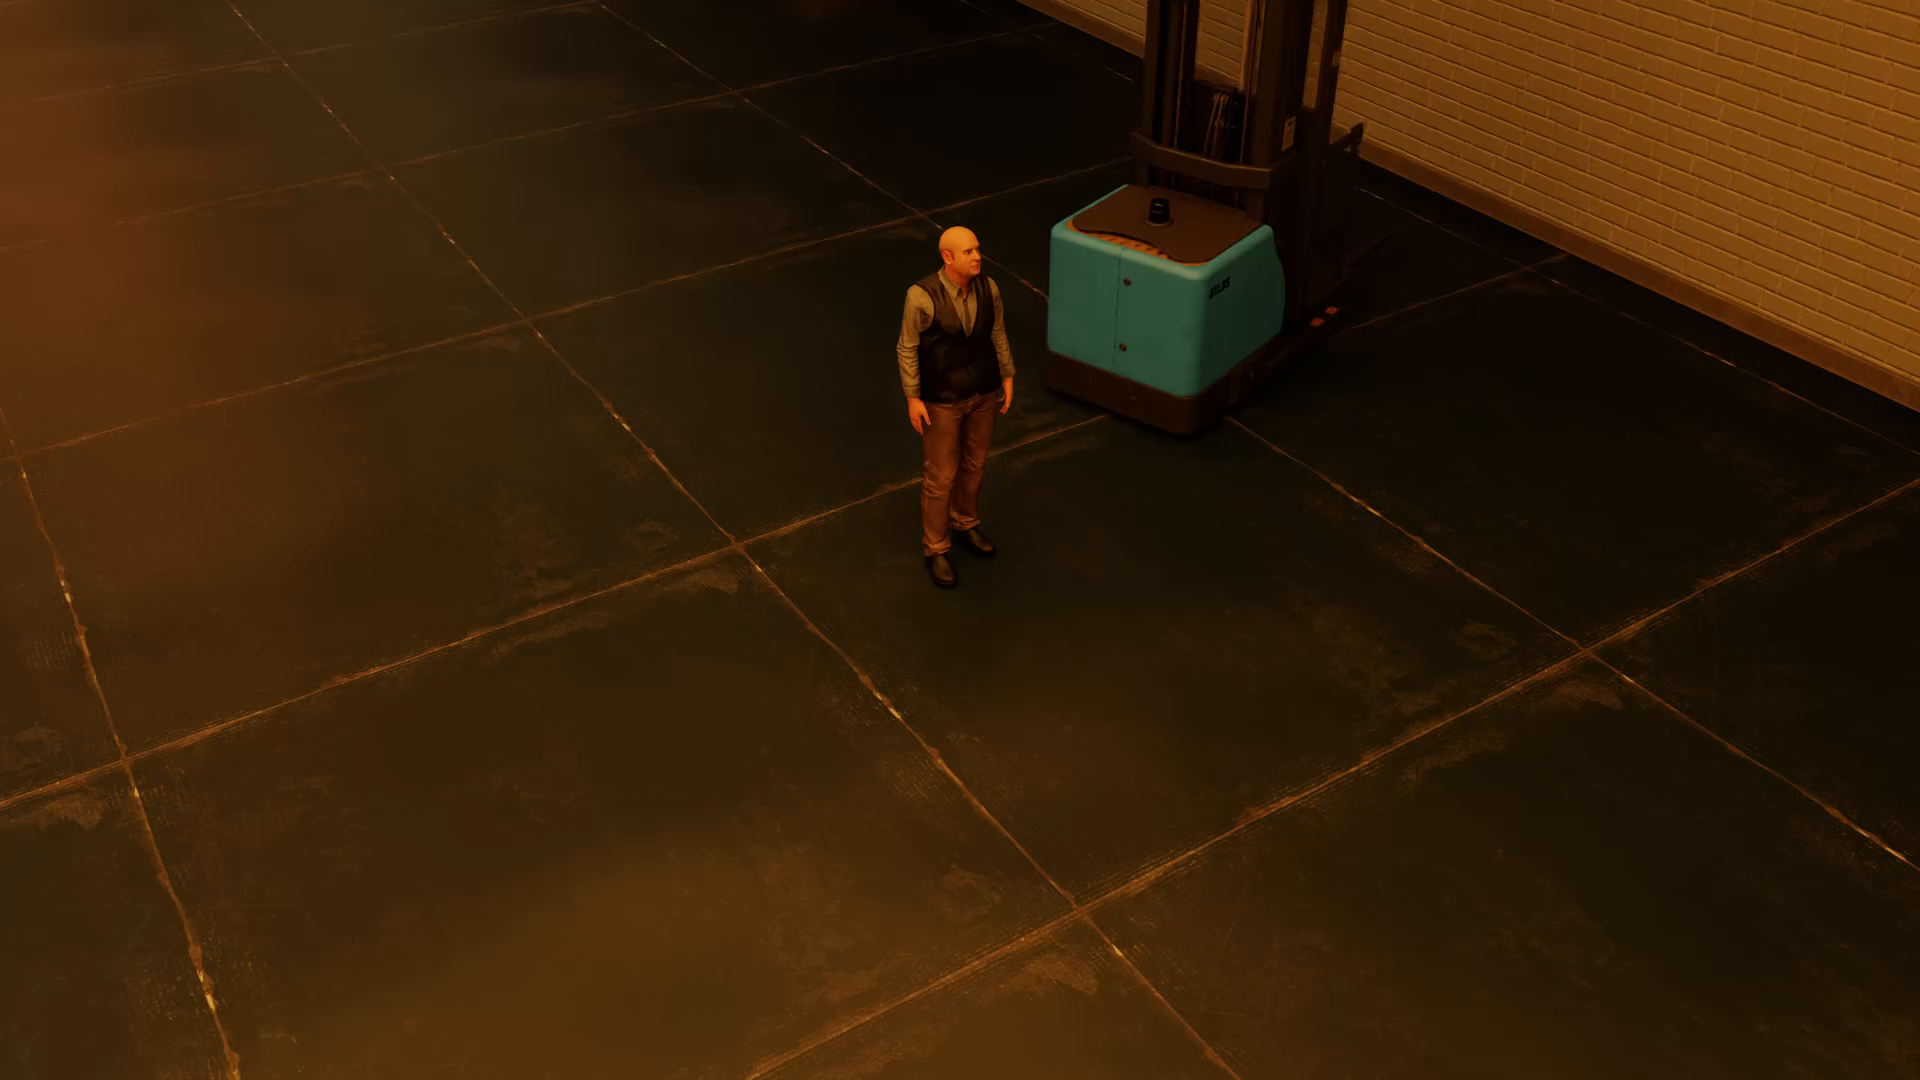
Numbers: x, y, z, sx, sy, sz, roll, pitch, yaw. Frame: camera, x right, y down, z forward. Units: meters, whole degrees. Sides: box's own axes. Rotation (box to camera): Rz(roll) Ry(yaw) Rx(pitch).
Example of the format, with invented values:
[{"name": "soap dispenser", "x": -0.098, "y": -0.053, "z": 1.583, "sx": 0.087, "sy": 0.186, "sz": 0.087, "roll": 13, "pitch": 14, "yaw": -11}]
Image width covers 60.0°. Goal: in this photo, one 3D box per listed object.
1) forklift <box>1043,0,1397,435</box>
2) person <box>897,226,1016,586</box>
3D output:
[{"name": "forklift", "x": 1.794, "y": -2.585, "z": 9.826, "sx": 1.130, "sy": 2.935, "sz": 3.031, "roll": 24, "pitch": 42, "yaw": 30}, {"name": "person", "x": 0.027, "y": -0.678, "z": 8.152, "sx": 0.632, "sy": 1.720, "sz": 0.568, "roll": -21, "pitch": 40, "yaw": -27}]
